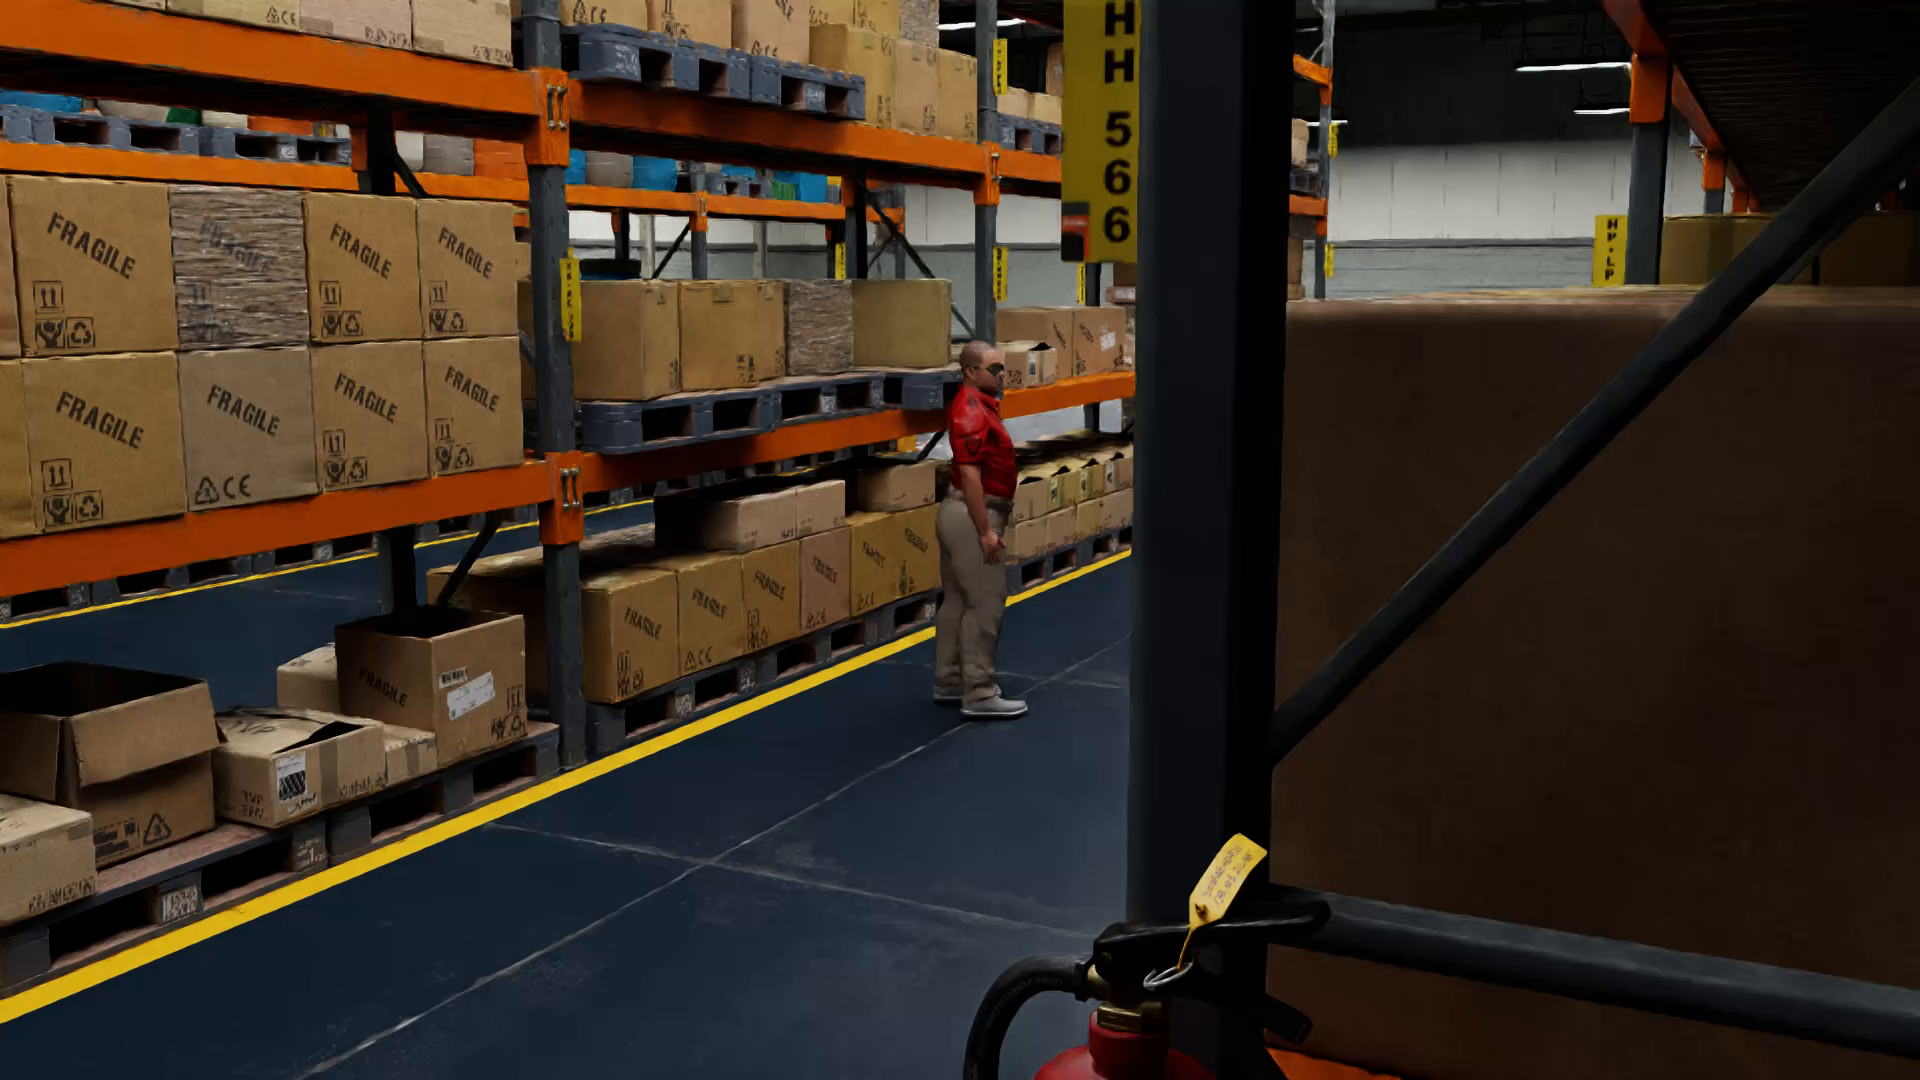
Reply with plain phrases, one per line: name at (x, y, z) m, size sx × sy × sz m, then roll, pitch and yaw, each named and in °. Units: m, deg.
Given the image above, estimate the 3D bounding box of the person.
person at (0.096, -0.057, 7.703) m, size 0.424 × 1.729 × 0.541 m, roll -1°, pitch 9°, yaw -6°
